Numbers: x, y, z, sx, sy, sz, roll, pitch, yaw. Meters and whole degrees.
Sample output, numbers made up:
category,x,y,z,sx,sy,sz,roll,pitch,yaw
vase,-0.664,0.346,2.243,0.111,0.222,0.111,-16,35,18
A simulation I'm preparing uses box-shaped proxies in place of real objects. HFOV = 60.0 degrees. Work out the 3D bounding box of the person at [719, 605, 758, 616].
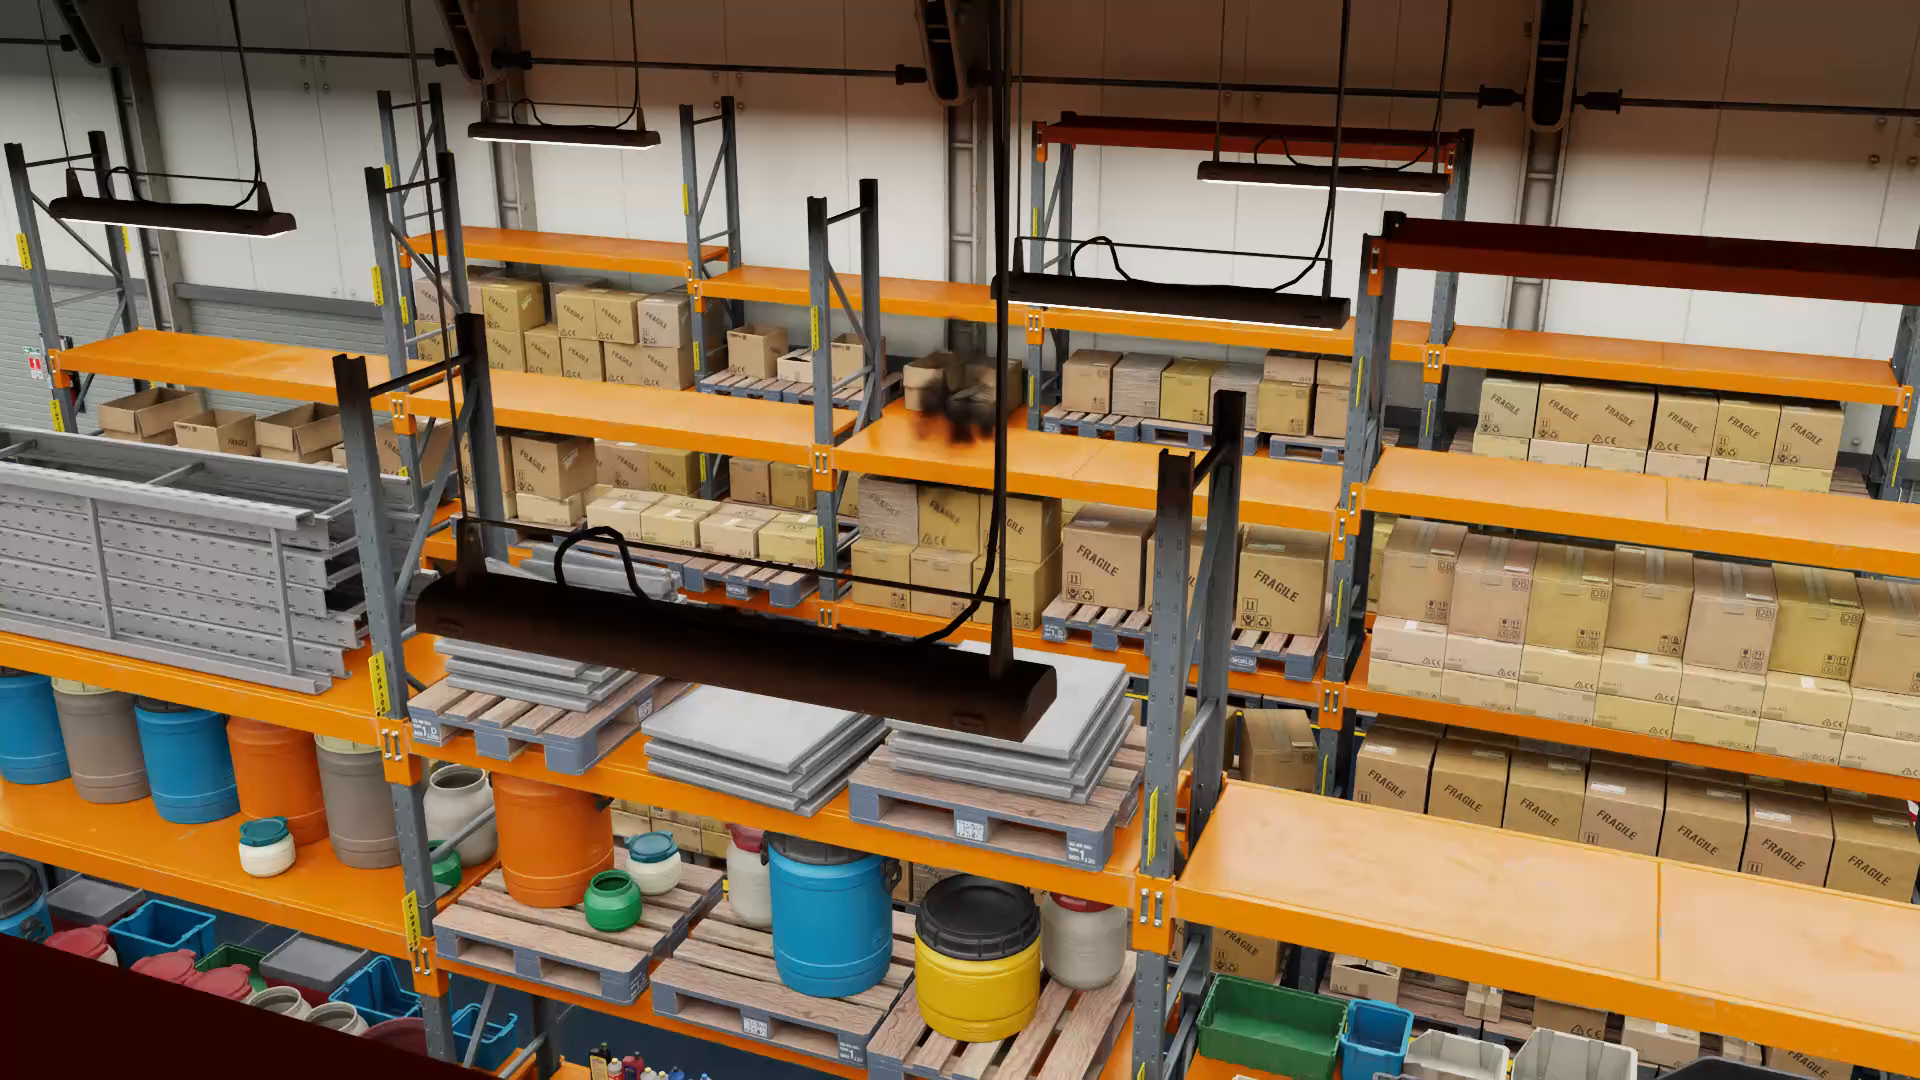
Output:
category,x,y,z,sx,sy,sz,roll,pitch,yaw
person,-2.168,1.035,16.421,0.858,1.793,0.710,6,22,15
